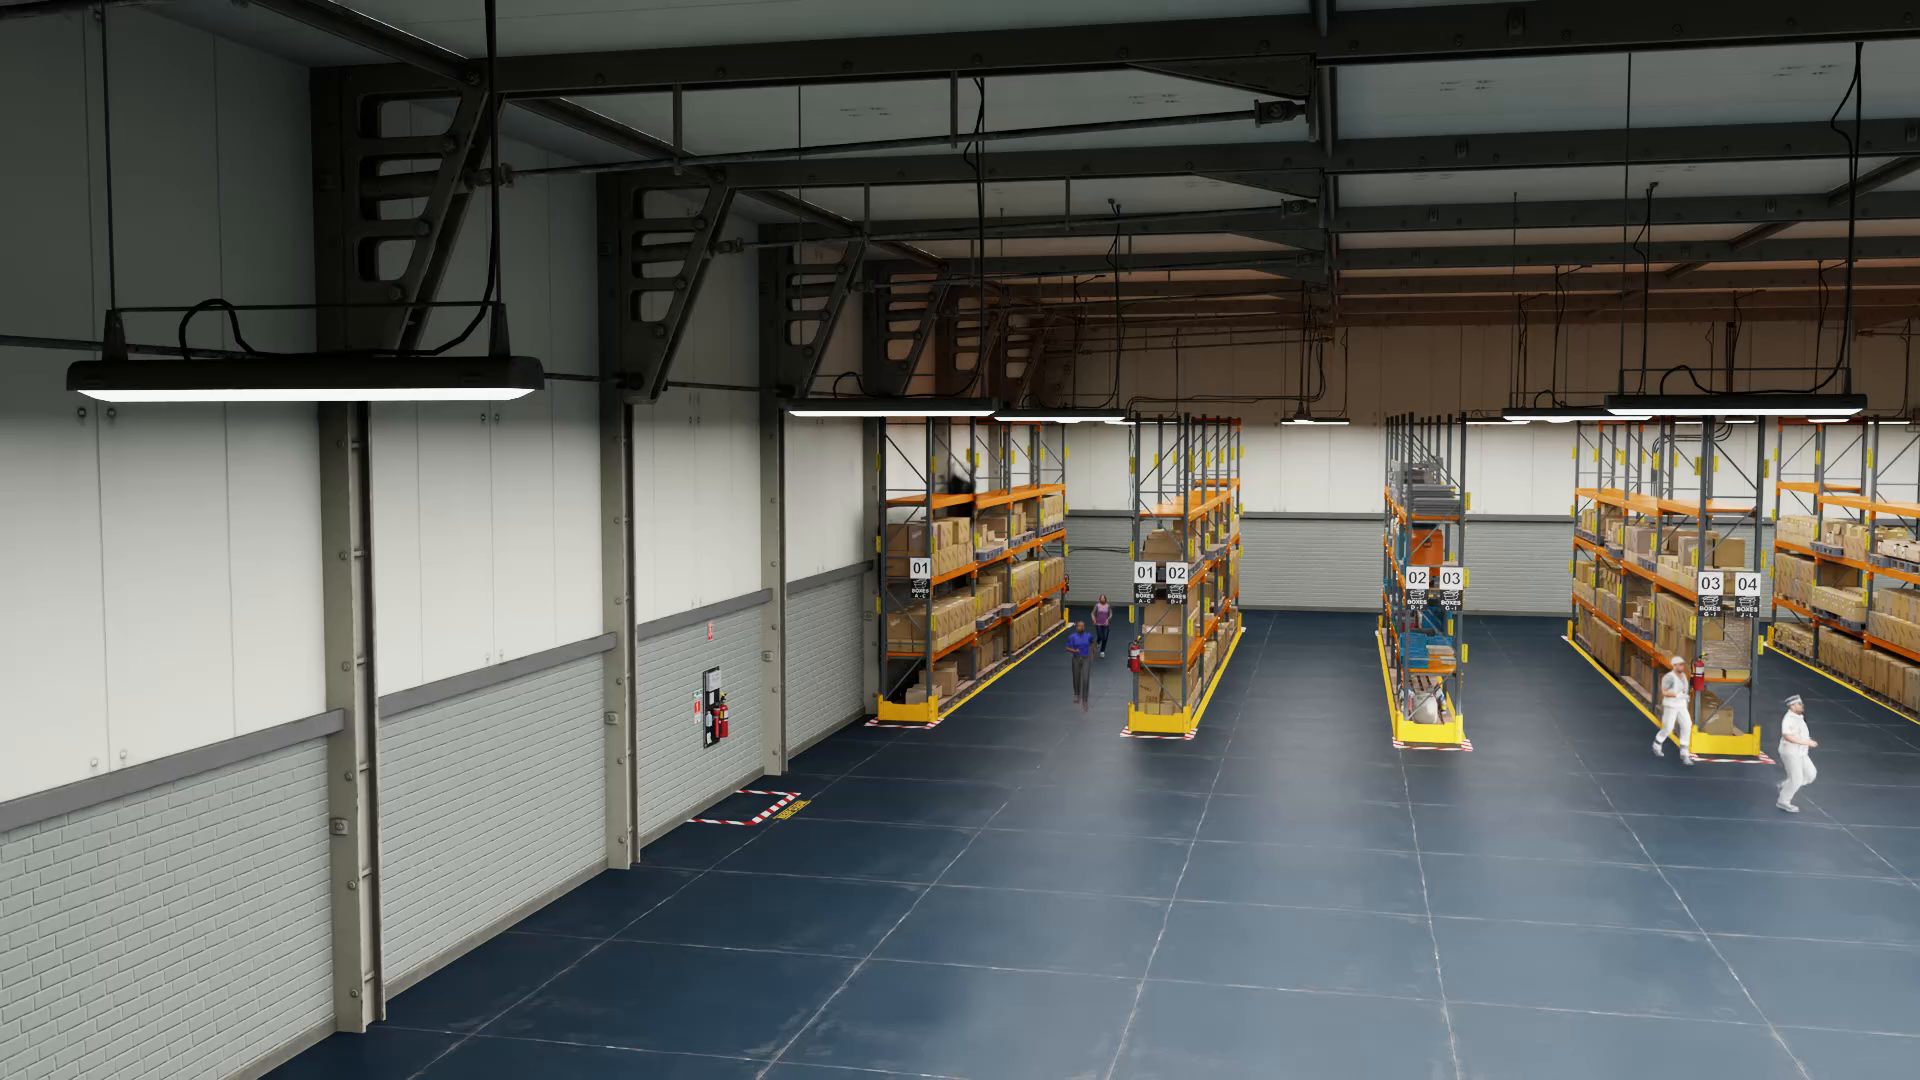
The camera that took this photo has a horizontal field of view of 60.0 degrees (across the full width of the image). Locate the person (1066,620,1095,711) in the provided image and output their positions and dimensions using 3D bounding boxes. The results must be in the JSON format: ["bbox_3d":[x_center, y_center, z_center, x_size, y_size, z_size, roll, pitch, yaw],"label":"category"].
[{"bbox_3d":[2.348,2.418,32.441,0.576,1.719,0.826,0,4,1],"label":"person"}]

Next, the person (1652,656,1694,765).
[{"bbox_3d":[12.242,2.907,28.488,0.682,1.855,0.788,-2,4,-22],"label":"person"}]

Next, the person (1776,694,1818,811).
[{"bbox_3d":[12.504,3.167,24.798,0.553,1.754,0.716,3,5,39],"label":"person"}]

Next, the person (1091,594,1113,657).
[{"bbox_3d":[3.564,2.139,41.629,0.535,1.559,0.542,0,4,0],"label":"person"}]
